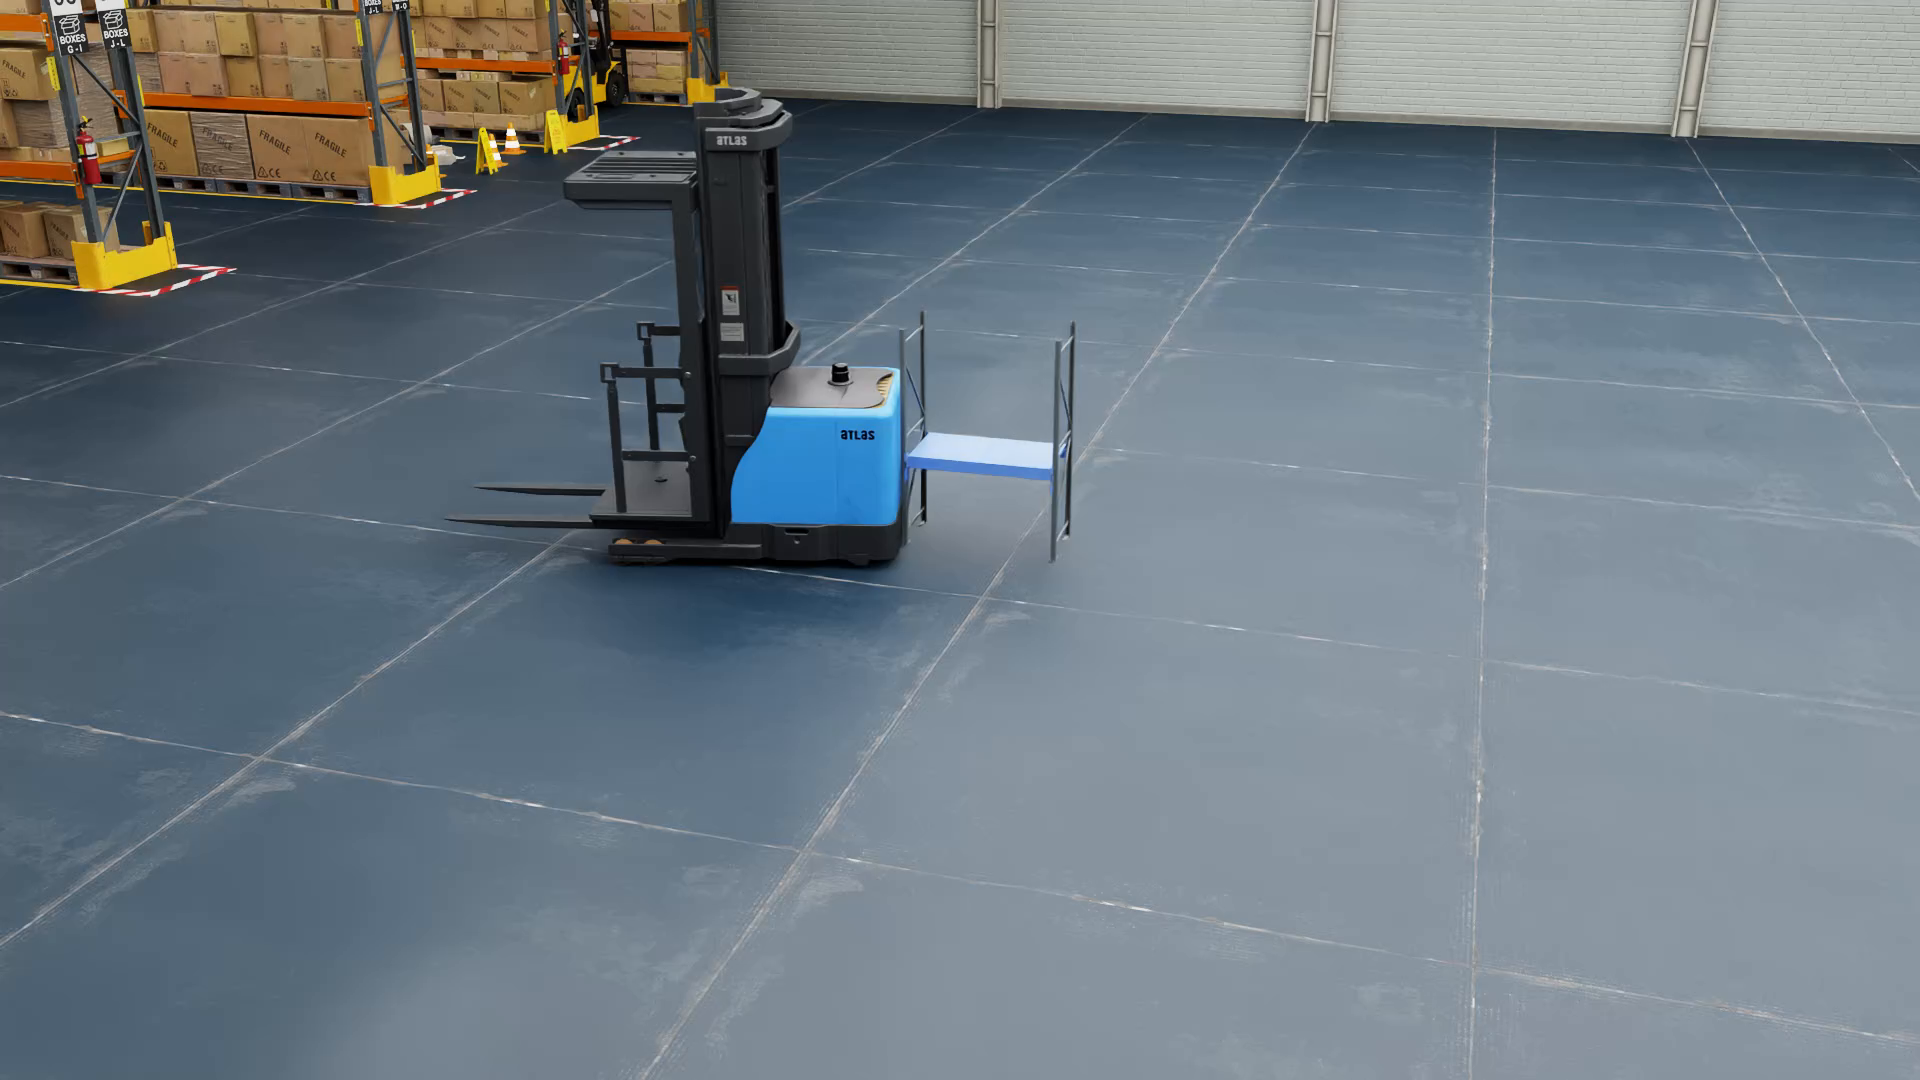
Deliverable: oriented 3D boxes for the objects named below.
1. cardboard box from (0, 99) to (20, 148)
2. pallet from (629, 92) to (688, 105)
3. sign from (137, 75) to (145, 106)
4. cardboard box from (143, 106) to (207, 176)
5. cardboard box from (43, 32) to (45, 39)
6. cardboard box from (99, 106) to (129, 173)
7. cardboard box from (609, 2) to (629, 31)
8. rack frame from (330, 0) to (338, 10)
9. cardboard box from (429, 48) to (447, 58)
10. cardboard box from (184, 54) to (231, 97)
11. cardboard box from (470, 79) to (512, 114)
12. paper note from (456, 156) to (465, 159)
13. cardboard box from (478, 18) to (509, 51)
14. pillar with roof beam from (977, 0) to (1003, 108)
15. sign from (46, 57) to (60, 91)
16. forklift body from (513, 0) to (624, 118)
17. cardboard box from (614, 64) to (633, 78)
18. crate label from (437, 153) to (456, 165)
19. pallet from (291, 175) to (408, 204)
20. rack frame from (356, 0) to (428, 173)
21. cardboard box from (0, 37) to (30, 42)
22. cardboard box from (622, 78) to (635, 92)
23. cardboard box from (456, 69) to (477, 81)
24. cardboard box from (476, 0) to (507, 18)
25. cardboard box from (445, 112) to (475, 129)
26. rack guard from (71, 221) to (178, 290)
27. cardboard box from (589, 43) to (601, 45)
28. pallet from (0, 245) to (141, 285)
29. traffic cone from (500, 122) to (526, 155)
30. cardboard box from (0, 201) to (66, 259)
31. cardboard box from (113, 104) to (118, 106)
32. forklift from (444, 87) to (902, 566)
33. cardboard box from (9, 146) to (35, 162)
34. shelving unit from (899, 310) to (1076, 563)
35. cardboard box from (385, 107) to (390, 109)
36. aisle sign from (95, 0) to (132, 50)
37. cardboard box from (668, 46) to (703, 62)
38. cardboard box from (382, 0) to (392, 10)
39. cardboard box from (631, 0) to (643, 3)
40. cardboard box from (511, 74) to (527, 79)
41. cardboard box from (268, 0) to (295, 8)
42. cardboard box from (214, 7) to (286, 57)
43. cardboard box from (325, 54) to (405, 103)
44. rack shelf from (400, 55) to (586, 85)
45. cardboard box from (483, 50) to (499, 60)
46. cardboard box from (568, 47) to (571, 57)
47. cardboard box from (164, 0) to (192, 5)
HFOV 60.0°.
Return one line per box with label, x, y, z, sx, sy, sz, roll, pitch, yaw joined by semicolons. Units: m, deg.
cardboard box;-10.113;-4.545;17.875;0.500;0.500;0.875;7;23;16
pallet;-5.533;-8.463;31.624;1.213;0.211;1.003;7;23;16
sign;-8.925;-4.878;18.068;0.005;0.325;0.100;7;23;16
cardboard box;-10.799;-5.626;23.280;0.875;0.875;0.875;7;23;16
cardboard box;-12.351;-7.126;23.241;0.500;0.500;0.700;6;23;15
cardboard box;-12.002;-5.698;23.620;0.750;0.750;1.050;6;23;15
cardboard box;-6.320;-9.806;31.091;0.500;0.500;0.500;6;23;14
rack frame;-10.048;-8.319;27.599;0.127;3.000;1.000;7;23;16
cardboard box;-8.368;-7.891;26.885;0.250;0.149;0.380;6;23;15
cardboard box;-10.008;-6.389;22.695;0.550;0.550;0.875;7;23;16
cardboard box;-7.562;-7.199;26.949;0.500;0.500;0.500;7;23;17
paper note;-7.699;-5.887;25.582;0.142;0.019;0.148;-1;22;-3
cardboard box;-7.296;-8.080;26.493;0.500;0.500;0.500;7;23;16
pillar with roof beam;-0.694;-10.642;25.356;0.400;9.000;9.100;7;23;16
sign;-9.261;-4.762;16.986;0.005;0.325;0.100;7;23;16
forklift body;-7.131;-8.837;29.979;1.214;2.155;2.313;7;23;16
cardboard box;-6.322;-8.886;31.390;0.500;0.250;0.500;6;23;14
crate label;-7.769;-5.758;25.126;0.298;0.136;0.250;-5;23;-12
pallet;-8.340;-4.840;22.792;1.213;0.211;1.003;7;23;15
rack frame;-7.552;-6.071;22.118;0.127;3.000;1.000;7;23;16
cardboard box;-10.485;-5.197;18.147;0.500;0.500;0.500;7;23;16
cardboard box;-6.279;-8.659;31.498;0.500;0.250;0.500;7;23;16
cardboard box;-7.923;-7.517;26.870;0.250;0.149;0.380;8;23;18
cardboard box;-7.253;-8.562;26.349;0.500;0.500;0.700;7;23;16
cardboard box;-8.066;-6.909;27.230;0.500;0.250;0.500;6;23;14
rack guard;-9.154;-3.132;18.246;0.348;0.500;1.175;7;23;16
cardboard box;-7.121;-9.414;32.019;0.500;0.250;0.500;7;23;16
pallet;-9.922;-3.100;18.550;1.213;0.211;1.003;7;23;16
traffic cone;-7.003;-6.285;25.983;0.334;0.463;0.336;7;23;16
cardboard box;-10.256;-3.445;18.458;0.500;0.500;0.500;13;26;29
cardboard box;-14.515;-8.075;29.249;0.875;0.875;0.875;6;23;15
forklift;-1.896;-1.386;10.787;3.031;2.935;1.130;1;22;3
cardboard box;-9.907;-4.156;17.781;0.250;0.149;0.380;7;23;16
shelving unit;0.183;-0.687;10.969;1.048;1.500;0.538;6;23;14
cardboard box;-9.561;-7.425;27.501;0.500;0.500;0.500;8;24;18
aisle sign;-8.935;-5.585;17.508;0.004;0.787;0.394;7;23;16
cardboard box;-5.194;-9.191;31.476;0.500;0.250;0.500;6;23;15
cardboard box;-9.207;-8.775;26.868;0.500;0.500;0.700;7;23;16
cardboard box;-5.919;-10.066;30.871;0.250;0.149;0.380;6;23;15
cardboard box;-7.436;-7.397;27.432;0.500;0.500;0.500;6;23;14
cardboard box;-11.032;-8.718;27.495;0.500;0.500;0.500;7;23;16
cardboard box;-9.491;-6.843;22.380;0.500;0.550;0.875;7;23;16
cardboard box;-7.920;-6.165;22.149;0.550;0.550;0.875;7;23;16
rack shelf;-8.133;-7.767;27.201;4.000;0.370;1.077;7;23;16
cardboard box;-7.407;-7.768;26.587;0.250;0.149;0.380;7;23;16
cardboard box;-6.484;-7.877;26.851;0.250;0.149;0.380;7;23;16
cardboard box;-13.013;-8.948;28.054;0.500;0.500;0.500;8;24;18
